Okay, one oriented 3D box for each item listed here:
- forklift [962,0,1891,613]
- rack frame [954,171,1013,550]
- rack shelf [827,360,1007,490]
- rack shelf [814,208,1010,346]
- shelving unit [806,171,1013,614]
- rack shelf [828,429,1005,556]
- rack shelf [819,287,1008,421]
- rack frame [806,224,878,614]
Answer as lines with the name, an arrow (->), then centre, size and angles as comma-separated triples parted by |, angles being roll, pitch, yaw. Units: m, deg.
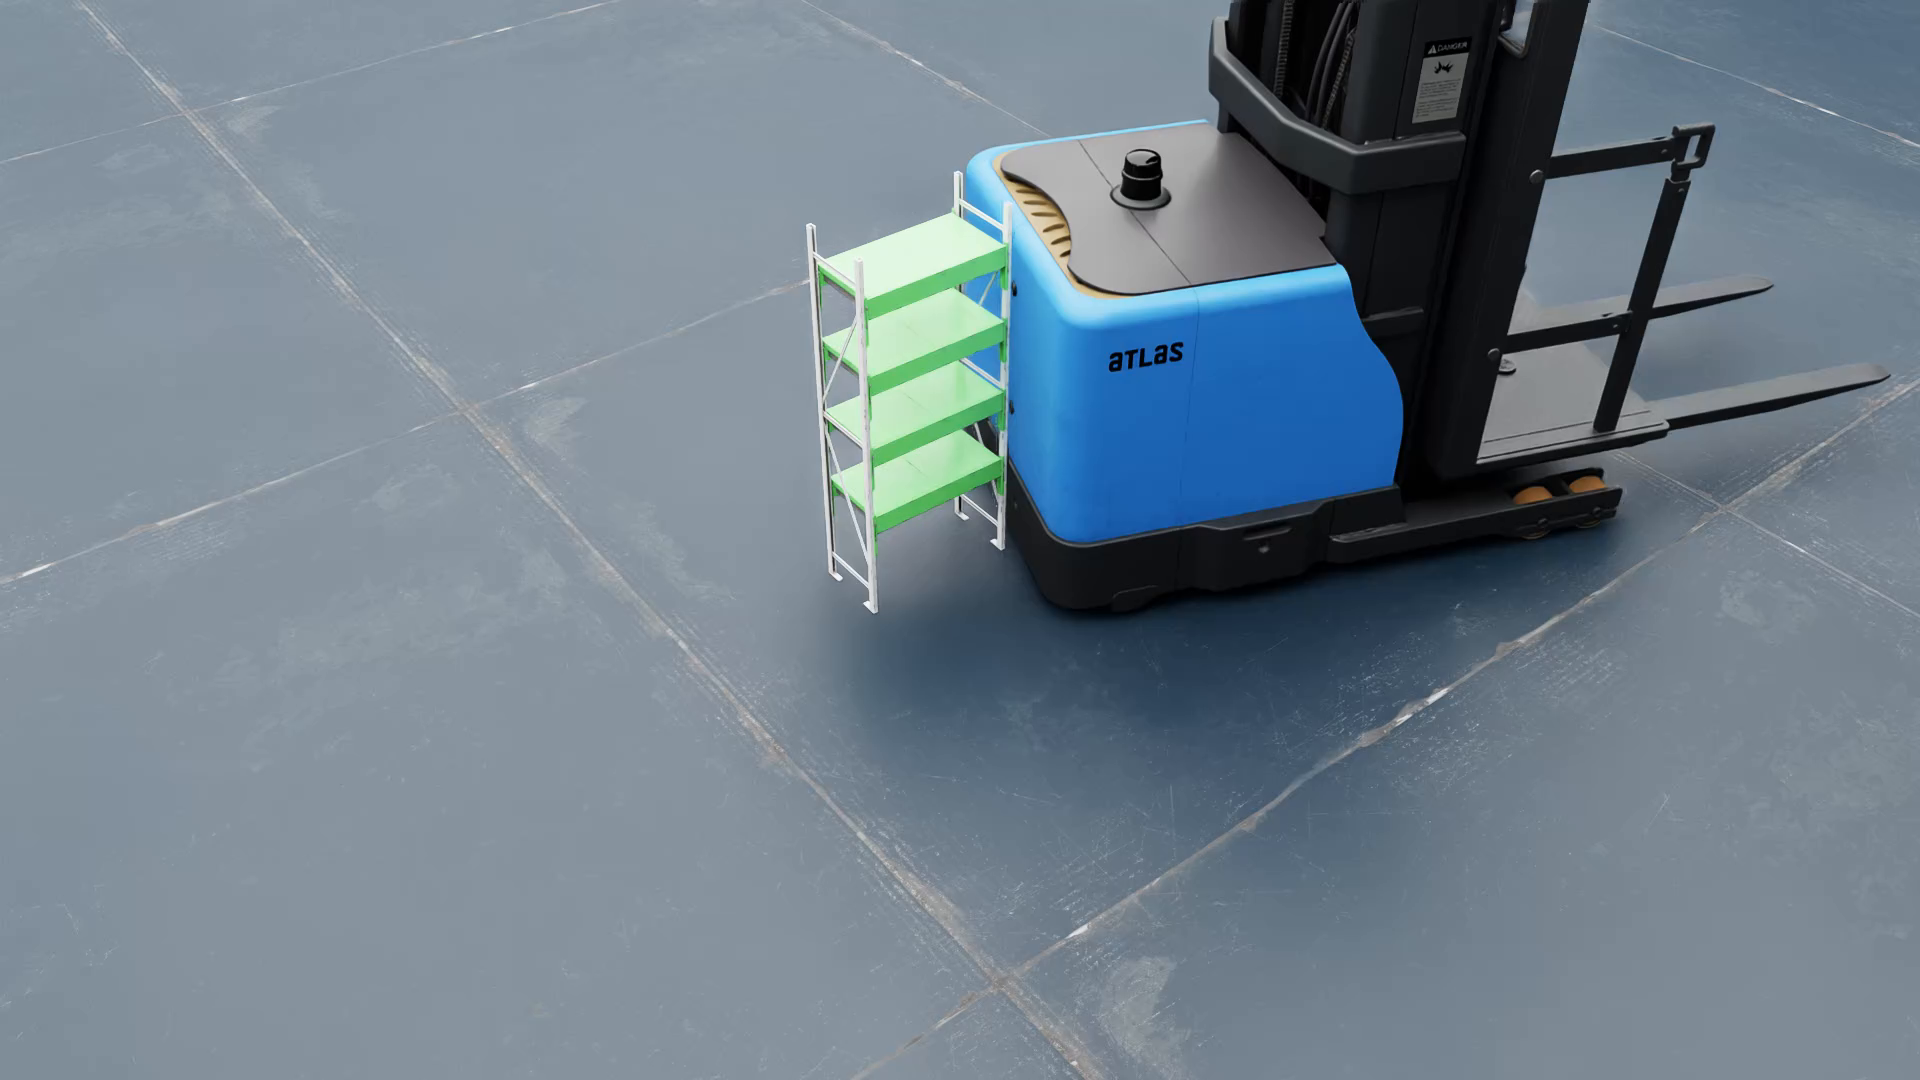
forklift -> 1.580, -1.448, 4.704 | 3.031, 2.935, 1.130 | -11, 41, -13
rack frame -> 0.062, -0.494, 4.906 | 0.015, 1.200, 0.240 | -26, 46, -28
rack shelf -> -0.131, -0.351, 4.832 | 0.480, 0.148, 0.258 | -26, 46, -28
rack shelf -> -0.131, -0.722, 4.528 | 0.480, 0.148, 0.258 | -26, 46, -28
shelving unit -> -0.131, -0.400, 4.791 | 0.503, 1.200, 0.258 | -26, 46, -28
rack shelf -> -0.131, -0.165, 4.984 | 0.480, 0.148, 0.258 | -26, 46, -28
rack shelf -> -0.131, -0.536, 4.680 | 0.480, 0.148, 0.258 | -26, 46, -28
rack frame -> -0.325, -0.306, 4.677 | 0.015, 1.200, 0.240 | -26, 46, -28
